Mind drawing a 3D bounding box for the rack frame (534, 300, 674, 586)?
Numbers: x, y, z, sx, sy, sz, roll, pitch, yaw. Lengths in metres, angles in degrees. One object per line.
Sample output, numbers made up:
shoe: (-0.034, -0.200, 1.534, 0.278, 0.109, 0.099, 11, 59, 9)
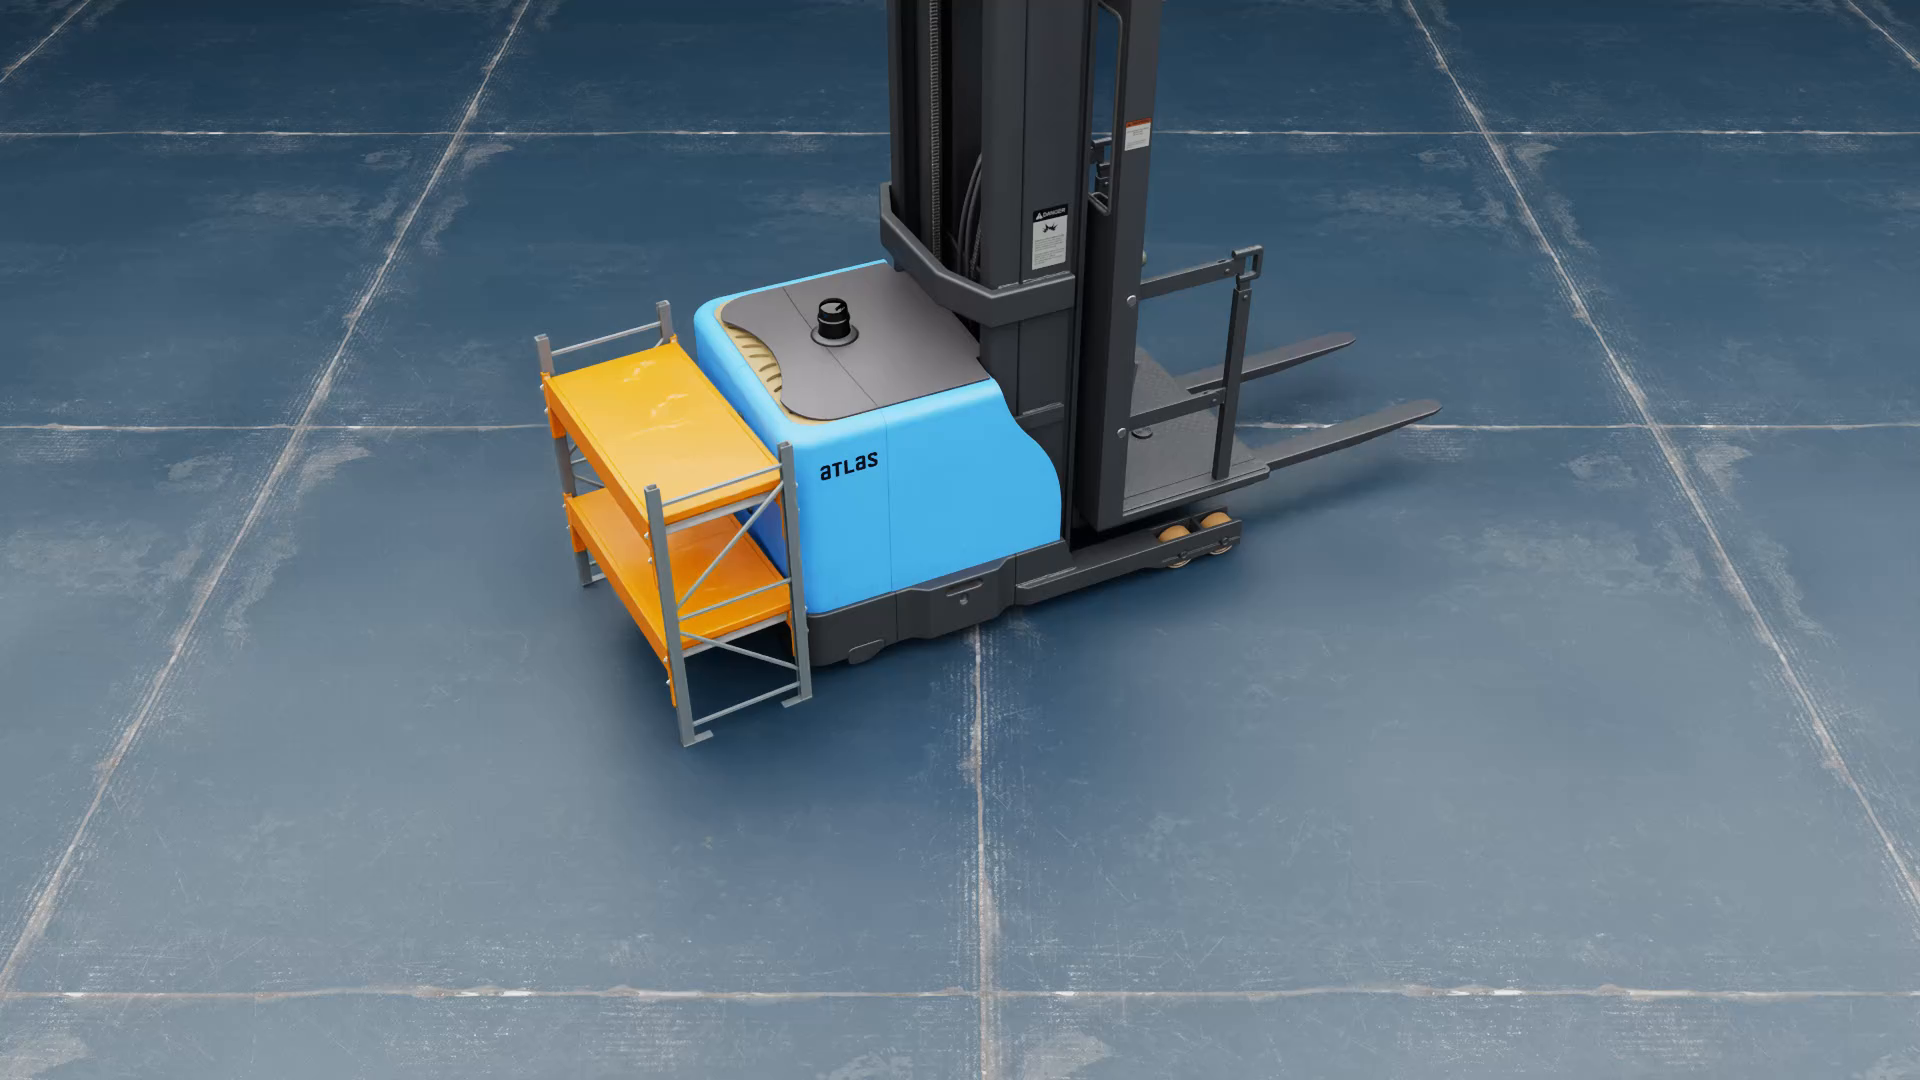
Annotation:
rack frame: (-1.273, -0.345, 6.281, 0.500, 1.125, 0.032, -20, 43, -23)

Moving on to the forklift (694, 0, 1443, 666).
forklift: (0.560, -1.314, 6.046, 3.031, 2.935, 1.130, -17, 42, -20)

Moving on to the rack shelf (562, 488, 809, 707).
rack shelf: (-1.016, 0.120, 6.092, 0.538, 0.278, 1.000, -20, 43, -23)

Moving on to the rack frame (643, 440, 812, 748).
rack frame: (-0.759, 0.204, 5.596, 0.500, 1.125, 0.032, -20, 43, -23)

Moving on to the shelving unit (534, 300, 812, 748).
shelving unit: (-1.016, -0.071, 5.939, 0.538, 1.125, 1.048, -20, 43, -23)

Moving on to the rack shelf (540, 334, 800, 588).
rack shelf: (-1.016, -0.299, 5.756, 0.538, 0.278, 1.000, -20, 43, -23)
